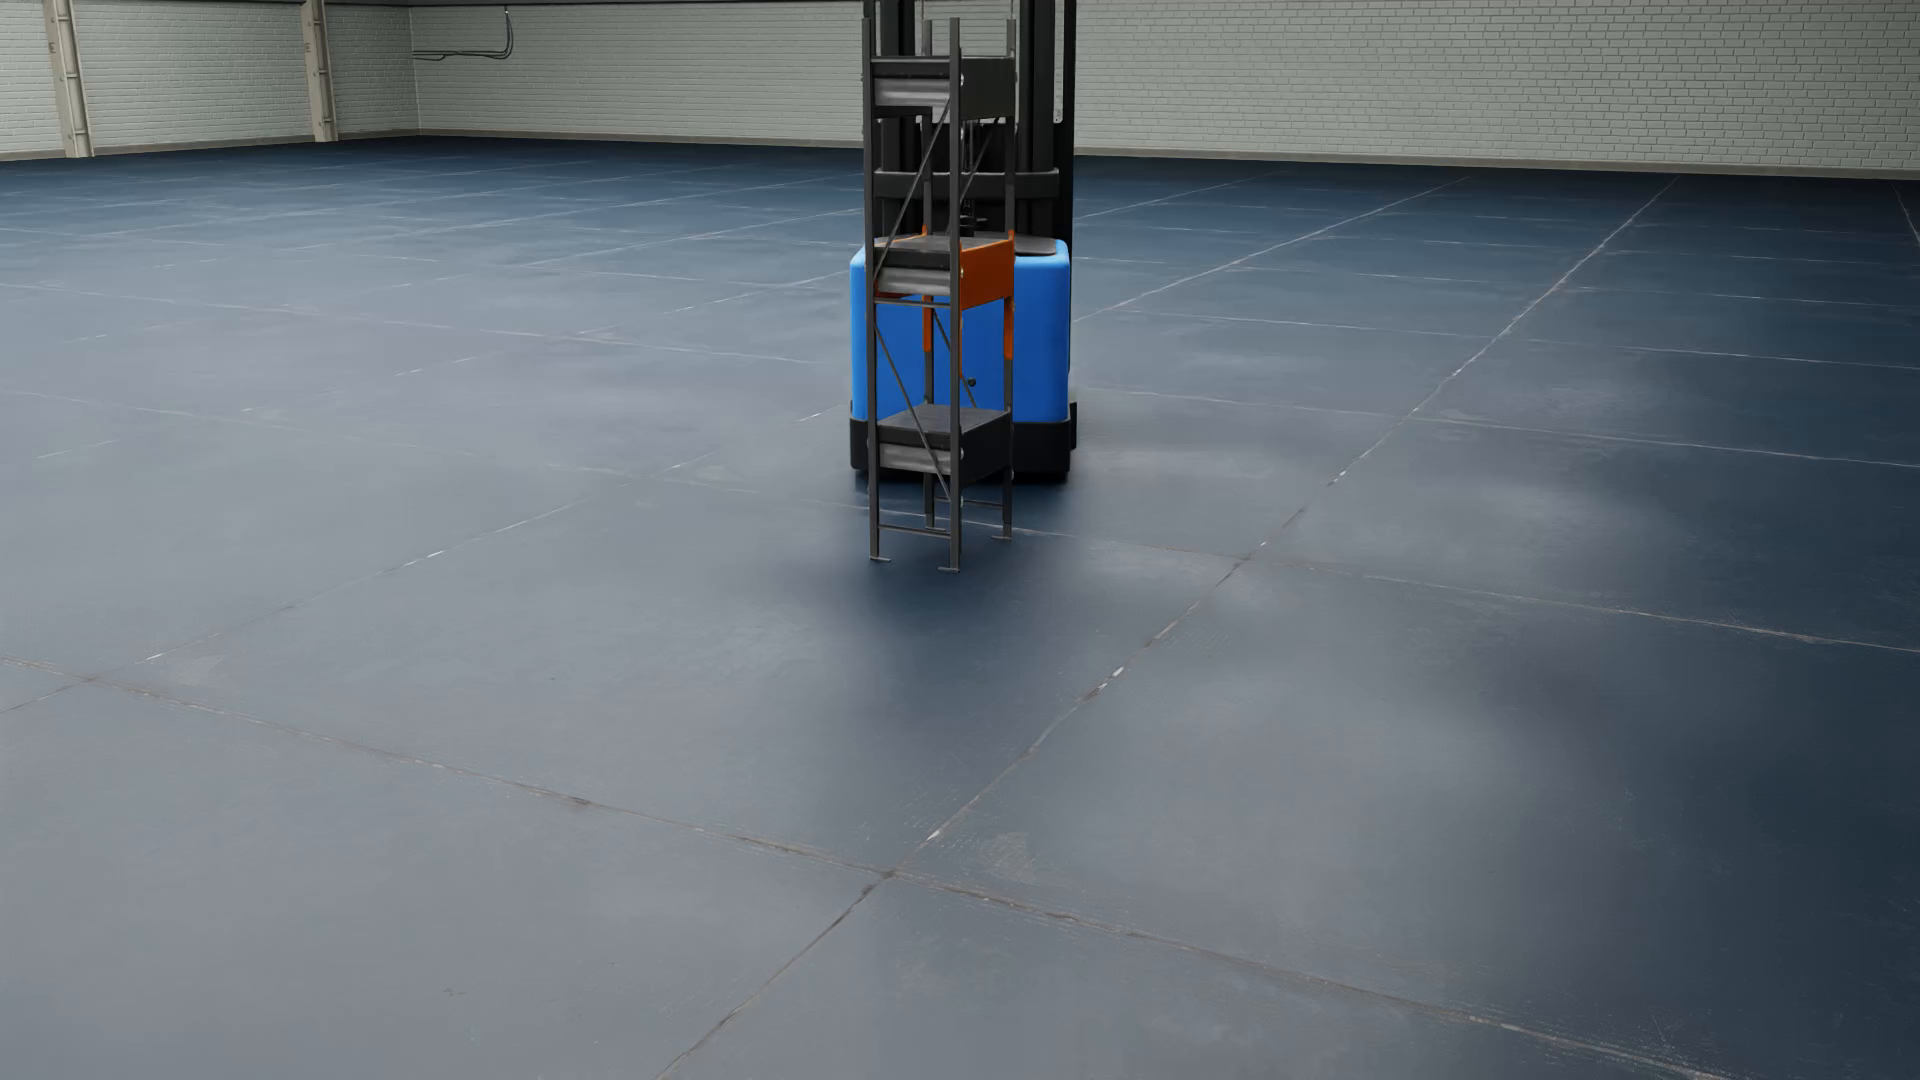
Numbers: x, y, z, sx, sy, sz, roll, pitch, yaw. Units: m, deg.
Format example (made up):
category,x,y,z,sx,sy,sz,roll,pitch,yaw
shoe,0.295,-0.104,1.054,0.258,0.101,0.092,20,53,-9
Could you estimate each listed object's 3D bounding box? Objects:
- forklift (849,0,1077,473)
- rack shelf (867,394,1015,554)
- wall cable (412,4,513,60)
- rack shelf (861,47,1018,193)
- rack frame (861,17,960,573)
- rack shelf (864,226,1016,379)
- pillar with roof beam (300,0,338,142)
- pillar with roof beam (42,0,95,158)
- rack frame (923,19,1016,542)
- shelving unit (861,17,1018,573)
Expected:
category,x,y,z,sx,sy,sz,roll,pitch,yaw
forklift,0.062,-2.090,8.912,1.130,2.935,3.031,1,17,2
rack shelf,-0.074,-0.280,6.787,0.431,0.518,0.480,8,18,25
wall cable,-11.393,-12.152,37.586,3.097,2.526,0.112,8,18,25
rack shelf,-0.074,-1.622,6.388,0.431,0.518,0.480,8,18,25
rack frame,-0.183,-0.902,6.374,0.400,2.100,0.015,8,18,25
rack shelf,-0.074,-0.951,6.587,0.431,0.518,0.480,8,18,25
pillar with roof beam,-10.041,-12.511,33.340,9.100,9.000,0.400,8,18,25
pillar with roof beam,-12.722,-10.982,28.195,9.100,9.000,0.400,8,18,25
rack frame,0.035,-1.027,6.793,0.400,2.100,0.015,8,18,25
shelving unit,-0.074,-0.964,6.583,0.431,2.100,0.503,8,18,25
